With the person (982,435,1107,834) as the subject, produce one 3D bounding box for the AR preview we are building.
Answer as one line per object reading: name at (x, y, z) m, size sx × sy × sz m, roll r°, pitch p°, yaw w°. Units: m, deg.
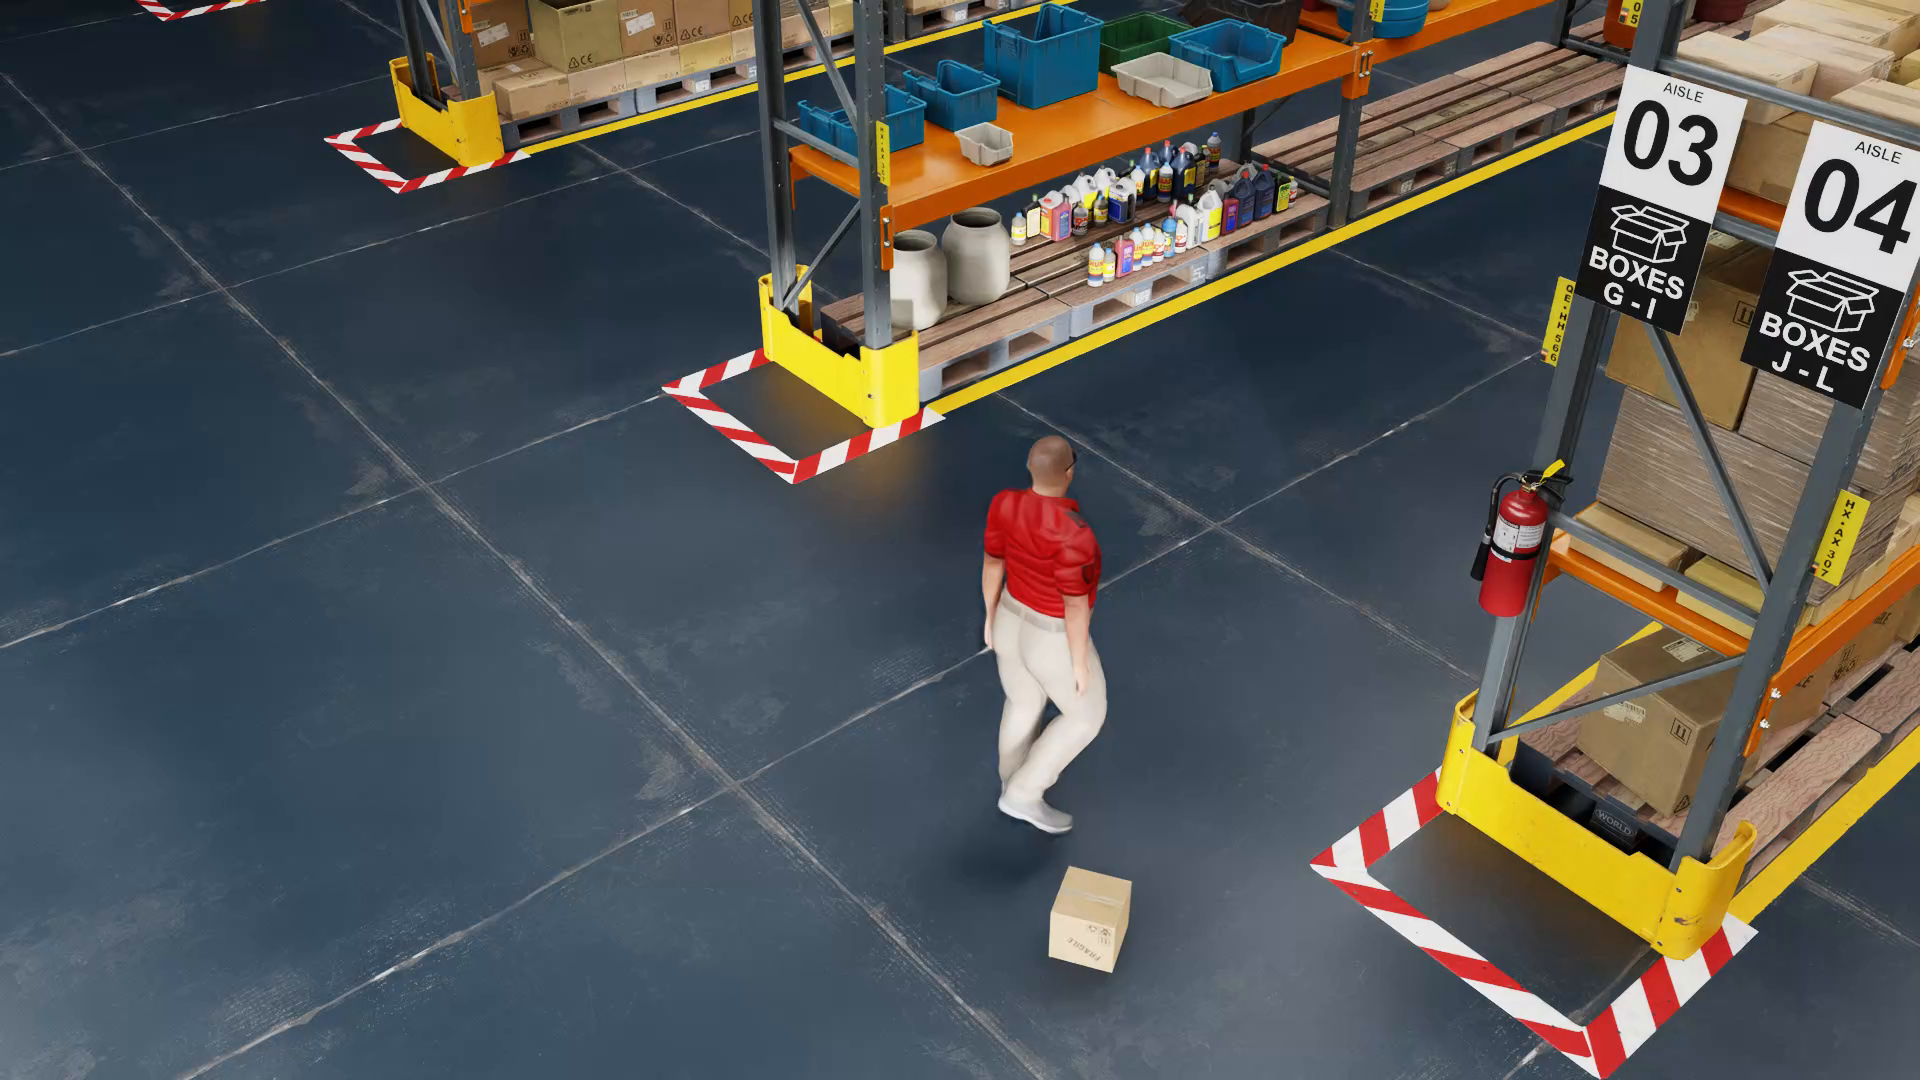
person at (0.285, 0.407, 6.519) m, size 0.605 × 1.719 × 0.535 m, roll 30°, pitch 45°, yaw 35°
